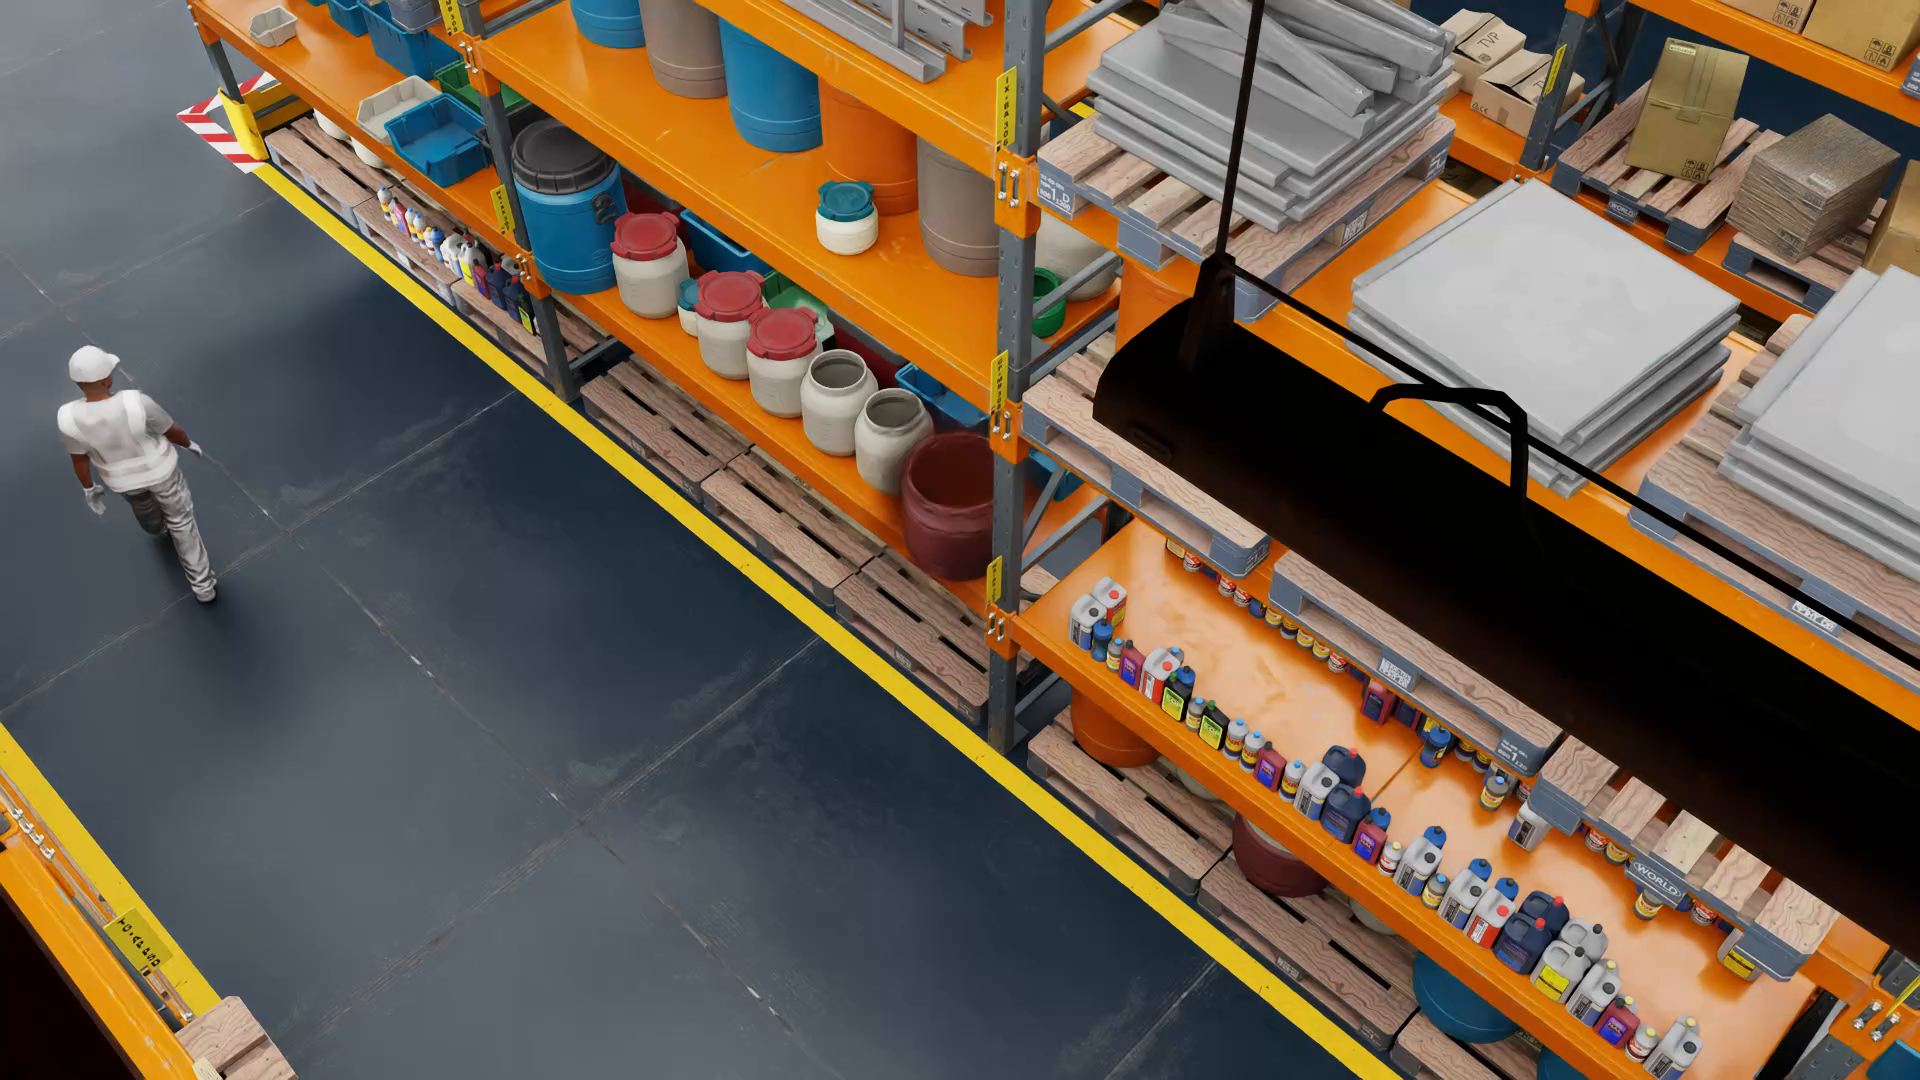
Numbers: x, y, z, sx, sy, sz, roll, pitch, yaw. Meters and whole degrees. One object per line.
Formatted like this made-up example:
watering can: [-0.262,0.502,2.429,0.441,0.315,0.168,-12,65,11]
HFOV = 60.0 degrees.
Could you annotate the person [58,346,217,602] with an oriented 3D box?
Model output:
person: [-4.755,-0.477,9.654,0.626,1.750,0.910,-12,51,-10]
